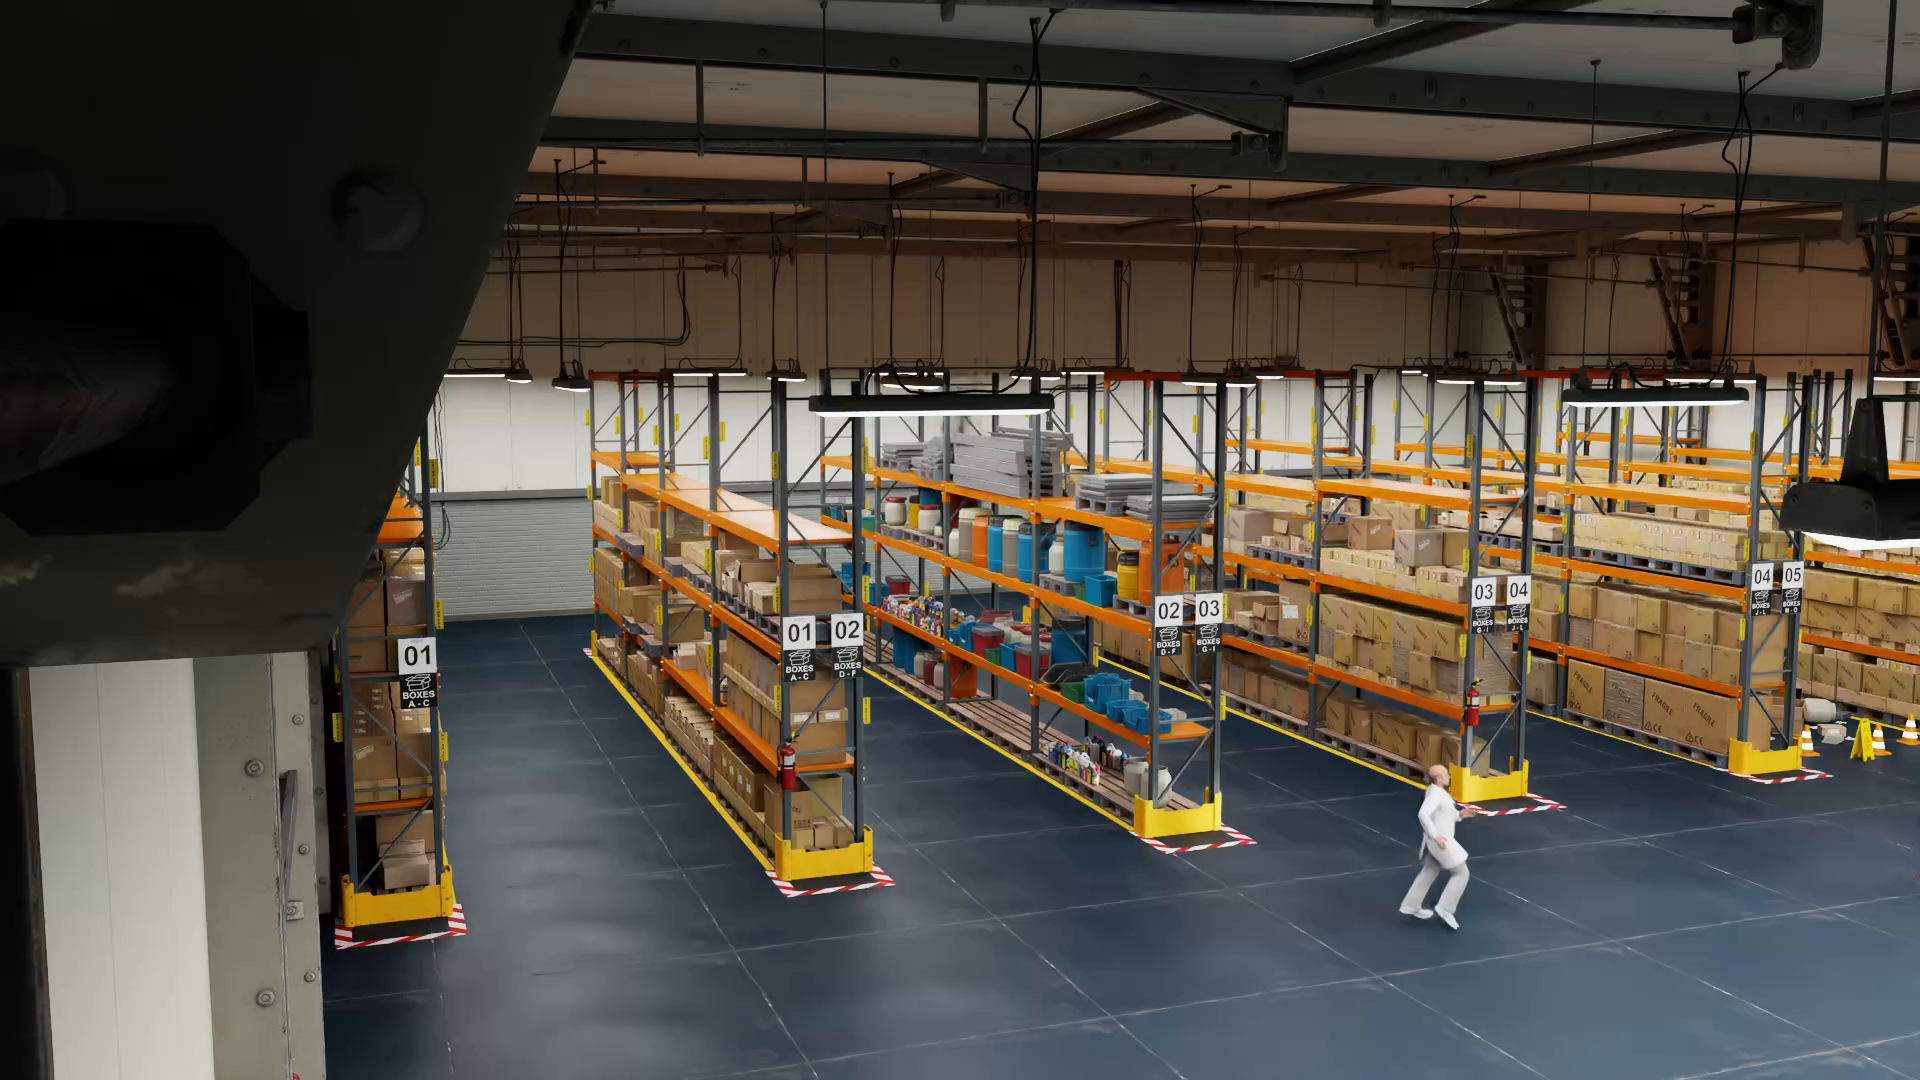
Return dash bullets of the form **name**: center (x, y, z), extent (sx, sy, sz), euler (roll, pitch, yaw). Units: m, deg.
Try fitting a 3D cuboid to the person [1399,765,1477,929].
- **person**: center (5.349, 3.401, 18.454), extent (0.748, 1.835, 0.674), euler (0, 6, 1)
